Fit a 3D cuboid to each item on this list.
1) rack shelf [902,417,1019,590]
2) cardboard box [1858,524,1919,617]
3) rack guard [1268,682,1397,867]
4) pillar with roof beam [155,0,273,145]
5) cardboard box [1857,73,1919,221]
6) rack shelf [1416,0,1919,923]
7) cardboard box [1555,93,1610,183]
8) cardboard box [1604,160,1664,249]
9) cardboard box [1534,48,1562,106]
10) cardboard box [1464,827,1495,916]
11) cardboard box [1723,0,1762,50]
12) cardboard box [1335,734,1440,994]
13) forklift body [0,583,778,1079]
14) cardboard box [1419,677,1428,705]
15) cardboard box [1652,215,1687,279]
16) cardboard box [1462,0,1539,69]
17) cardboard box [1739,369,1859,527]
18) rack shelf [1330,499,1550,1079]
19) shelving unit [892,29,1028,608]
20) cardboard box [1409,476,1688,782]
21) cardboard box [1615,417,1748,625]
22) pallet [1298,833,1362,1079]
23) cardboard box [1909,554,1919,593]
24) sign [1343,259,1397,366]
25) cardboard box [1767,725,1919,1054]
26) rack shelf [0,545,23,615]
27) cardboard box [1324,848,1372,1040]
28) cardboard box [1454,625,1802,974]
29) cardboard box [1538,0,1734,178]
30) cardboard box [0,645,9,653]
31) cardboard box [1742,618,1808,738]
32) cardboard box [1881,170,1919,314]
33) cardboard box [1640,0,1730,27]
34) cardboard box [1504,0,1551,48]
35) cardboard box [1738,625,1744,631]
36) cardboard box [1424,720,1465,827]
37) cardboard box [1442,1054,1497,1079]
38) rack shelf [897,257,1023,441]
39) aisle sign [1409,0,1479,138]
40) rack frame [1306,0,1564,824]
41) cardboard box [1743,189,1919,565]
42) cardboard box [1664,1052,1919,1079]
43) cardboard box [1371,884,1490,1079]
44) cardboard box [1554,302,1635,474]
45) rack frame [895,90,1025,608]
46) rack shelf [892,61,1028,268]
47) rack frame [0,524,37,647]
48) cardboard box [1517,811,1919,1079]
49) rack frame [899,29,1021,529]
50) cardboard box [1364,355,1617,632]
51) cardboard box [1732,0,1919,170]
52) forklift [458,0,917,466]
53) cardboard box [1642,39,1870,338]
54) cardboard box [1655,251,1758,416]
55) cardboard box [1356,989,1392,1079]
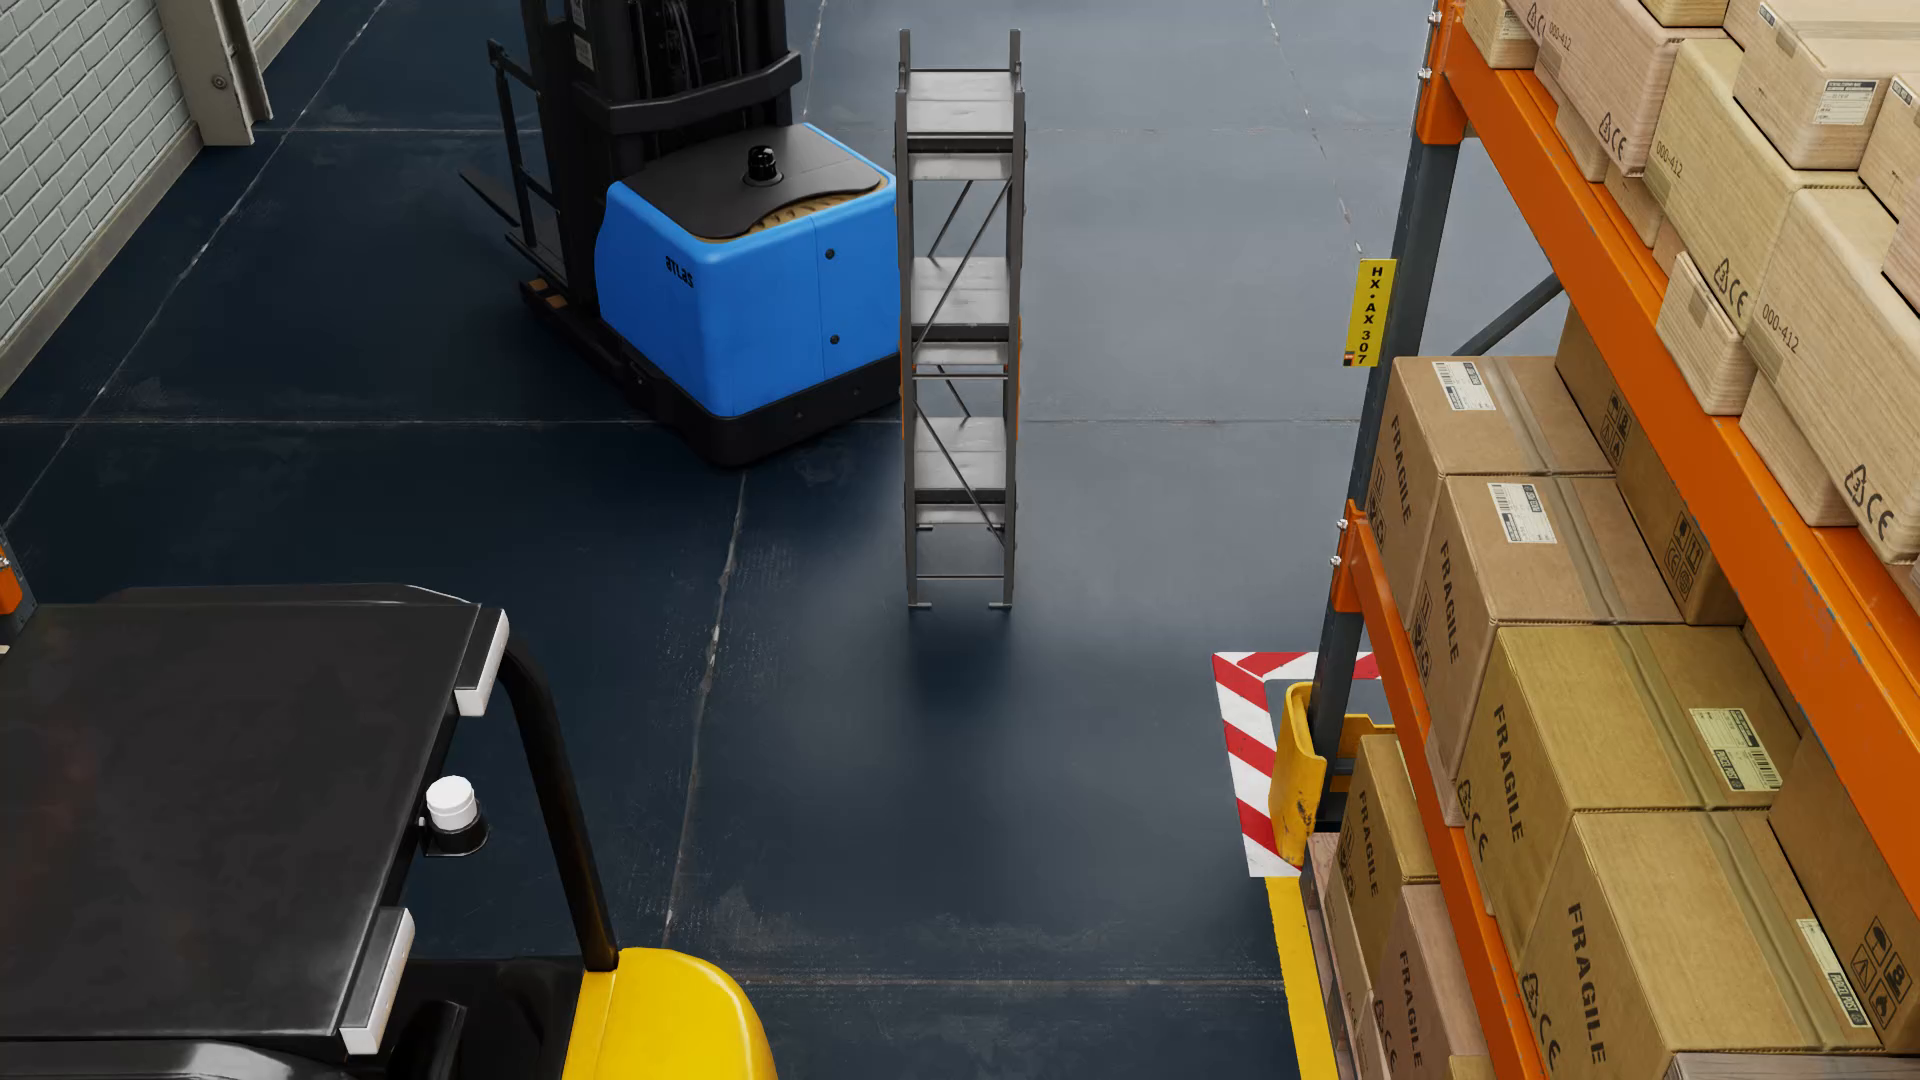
[{"bbox_3d":[0.000,-0.159,6.410,0.431,0.518,0.480,0,39,0],"label":"rack shelf"},{"bbox_3d":[1.423,0.004,2.149,0.380,0.149,0.250,0,39,0],"label":"cardboard box"},{"bbox_3d":[1.630,0.762,5.400,1.175,0.500,0.348,0,39,0],"label":"rack guard"},{"bbox_3d":[0.064,-5.916,6.936,9.100,9.000,0.400,0,39,0],"label":"pillar with roof beam"},{"bbox_3d":[1.397,-0.471,2.104,0.380,0.149,0.250,1,39,1],"label":"cardboard box"},{"bbox_3d":[1.632,0.100,2.404,1.077,0.370,4.000,0,39,0],"label":"rack shelf"},{"bbox_3d":[1.361,-0.796,3.147,0.380,0.149,0.250,1,39,1],"label":"cardboard box"},{"bbox_3d":[1.386,-0.641,2.954,0.380,0.149,0.250,0,39,0],"label":"cardboard box"},{"bbox_3d":[1.395,-0.962,3.354,0.380,0.149,0.250,-1,39,-1],"label":"cardboard box"},{"bbox_3d":[1.345,0.694,3.687,0.380,0.149,0.250,1,39,1],"label":"cardboard box"},{"bbox_3d":[1.403,-0.797,2.510,0.380,0.149,0.250,0,39,0],"label":"cardboard box"},{"bbox_3d":[1.355,0.875,4.523,0.500,0.500,0.500,-1,39,-2],"label":"cardboard box"},{"bbox_3d":[-1.507,1.260,3.457,2.313,2.155,1.214,0,39,0],"label":"forklift body"},{"bbox_3d":[1.357,0.373,4.087,0.380,0.149,0.250,-1,39,-1],"label":"cardboard box"},{"bbox_3d":[1.391,-0.475,2.747,0.380,0.149,0.250,-1,39,-1],"label":"cardboard box"},{"bbox_3d":[1.306,-1.126,3.559,0.380,0.149,0.250,0,39,0],"label":"cardboard box"},{"bbox_3d":[1.352,-0.153,2.345,0.380,0.149,0.250,-1,39,-1],"label":"cardboard box"},{"bbox_3d":[1.632,1.270,3.342,1.077,0.370,4.000,0,39,0],"label":"rack shelf"},{"bbox_3d":[0.000,-0.716,5.964,0.431,2.100,0.503,0,39,0],"label":"shelving unit"},{"bbox_3d":[1.357,0.204,3.779,0.500,0.500,0.500,1,39,1],"label":"cardboard box"},{"bbox_3d":[1.842,-0.171,3.447,0.700,0.500,0.500,0,39,0],"label":"cardboard box"},{"bbox_3d":[1.596,1.382,4.856,1.003,0.211,1.213,0,39,0],"label":"pallet"},{"bbox_3d":[1.377,0.101,1.708,0.500,0.250,0.500,-1,39,-1],"label":"cardboard box"},{"bbox_3d":[1.087,-0.599,4.406,0.100,0.325,0.005,0,39,0],"label":"sign"},{"bbox_3d":[1.807,0.460,2.660,0.700,0.500,0.500,0,39,0],"label":"cardboard box"},{"bbox_3d":[-3.331,1.276,3.334,1.077,0.370,4.000,0,39,0],"label":"rack shelf"},{"bbox_3d":[1.354,1.152,4.776,0.500,0.250,0.500,0,39,0],"label":"cardboard box"},{"bbox_3d":[1.359,0.523,3.381,0.500,0.500,0.500,-1,39,-1],"label":"cardboard box"},{"bbox_3d":[1.355,-0.860,2.908,0.500,0.250,0.500,-1,39,-1],"label":"cardboard box"},{"bbox_3d":[-3.021,0.551,4.727,0.500,0.250,0.500,1,39,1],"label":"cardboard box"},{"bbox_3d":[1.945,0.148,3.049,0.700,0.500,0.500,0,39,-1],"label":"cardboard box"},{"bbox_3d":[1.319,-0.311,1.904,0.380,0.149,0.250,0,39,1],"label":"cardboard box"},{"bbox_3d":[1.307,-0.952,2.703,0.380,0.149,0.250,0,39,0],"label":"cardboard box"},{"bbox_3d":[1.364,-1.175,3.301,0.500,0.250,0.500,-1,39,-1],"label":"cardboard box"},{"bbox_3d":[1.902,0.236,3.739,0.500,0.500,0.500,0,39,0],"label":"cardboard box"},{"bbox_3d":[1.311,0.532,3.889,0.380,0.149,0.250,1,39,1],"label":"cardboard box"},{"bbox_3d":[1.352,1.515,3.724,0.500,0.500,0.500,1,39,1],"label":"cardboard box"},{"bbox_3d":[0.000,-0.705,5.973,0.431,0.518,0.480,0,39,0],"label":"rack shelf"},{"bbox_3d":[1.320,-1.314,3.913,0.394,0.787,0.004,0,39,0],"label":"aisle sign"},{"bbox_3d":[1.630,-0.261,4.677,1.000,3.000,0.127,0,39,0],"label":"rack frame"},{"bbox_3d":[1.361,-0.216,2.105,0.500,0.250,0.500,1,39,1],"label":"cardboard box"},{"bbox_3d":[1.373,1.161,2.585,0.500,0.500,0.500,1,39,1],"label":"cardboard box"},{"bbox_3d":[1.360,1.202,4.115,0.500,0.500,0.500,-1,39,-2],"label":"cardboard box"},{"bbox_3d":[1.849,-0.487,3.842,0.700,0.500,0.500,-1,39,-1],"label":"cardboard box"},{"bbox_3d":[0.000,-0.563,5.774,0.400,2.100,0.015,0,39,0],"label":"rack frame"},{"bbox_3d":[0.000,-1.251,5.535,0.431,0.518,0.480,0,39,0],"label":"rack shelf"},{"bbox_3d":[-3.334,-0.255,4.670,1.000,3.000,0.127,0,39,0],"label":"rack frame"},{"bbox_3d":[1.367,0.841,2.985,0.500,0.500,0.500,-1,39,-1],"label":"cardboard box"},{"bbox_3d":[0.000,-0.868,6.155,0.400,2.100,0.015,0,39,0],"label":"rack frame"},{"bbox_3d":[1.353,-0.120,4.183,0.500,0.500,0.500,-1,39,-1],"label":"cardboard box"},{"bbox_3d":[1.322,-0.633,2.306,0.380,0.149,0.250,1,39,1],"label":"cardboard box"},{"bbox_3d":[-1.490,-2.325,7.307,1.130,2.935,3.031,-26,45,-28],"label":"forklift"},{"bbox_3d":[1.380,-0.537,2.504,0.500,0.250,0.500,1,39,1],"label":"cardboard box"},{"bbox_3d":[1.311,-0.318,2.551,0.380,0.149,0.250,0,39,0],"label":"cardboard box"},{"bbox_3d":[1.347,1.472,4.378,0.500,0.250,0.500,1,39,2],"label":"cardboard box"}]
